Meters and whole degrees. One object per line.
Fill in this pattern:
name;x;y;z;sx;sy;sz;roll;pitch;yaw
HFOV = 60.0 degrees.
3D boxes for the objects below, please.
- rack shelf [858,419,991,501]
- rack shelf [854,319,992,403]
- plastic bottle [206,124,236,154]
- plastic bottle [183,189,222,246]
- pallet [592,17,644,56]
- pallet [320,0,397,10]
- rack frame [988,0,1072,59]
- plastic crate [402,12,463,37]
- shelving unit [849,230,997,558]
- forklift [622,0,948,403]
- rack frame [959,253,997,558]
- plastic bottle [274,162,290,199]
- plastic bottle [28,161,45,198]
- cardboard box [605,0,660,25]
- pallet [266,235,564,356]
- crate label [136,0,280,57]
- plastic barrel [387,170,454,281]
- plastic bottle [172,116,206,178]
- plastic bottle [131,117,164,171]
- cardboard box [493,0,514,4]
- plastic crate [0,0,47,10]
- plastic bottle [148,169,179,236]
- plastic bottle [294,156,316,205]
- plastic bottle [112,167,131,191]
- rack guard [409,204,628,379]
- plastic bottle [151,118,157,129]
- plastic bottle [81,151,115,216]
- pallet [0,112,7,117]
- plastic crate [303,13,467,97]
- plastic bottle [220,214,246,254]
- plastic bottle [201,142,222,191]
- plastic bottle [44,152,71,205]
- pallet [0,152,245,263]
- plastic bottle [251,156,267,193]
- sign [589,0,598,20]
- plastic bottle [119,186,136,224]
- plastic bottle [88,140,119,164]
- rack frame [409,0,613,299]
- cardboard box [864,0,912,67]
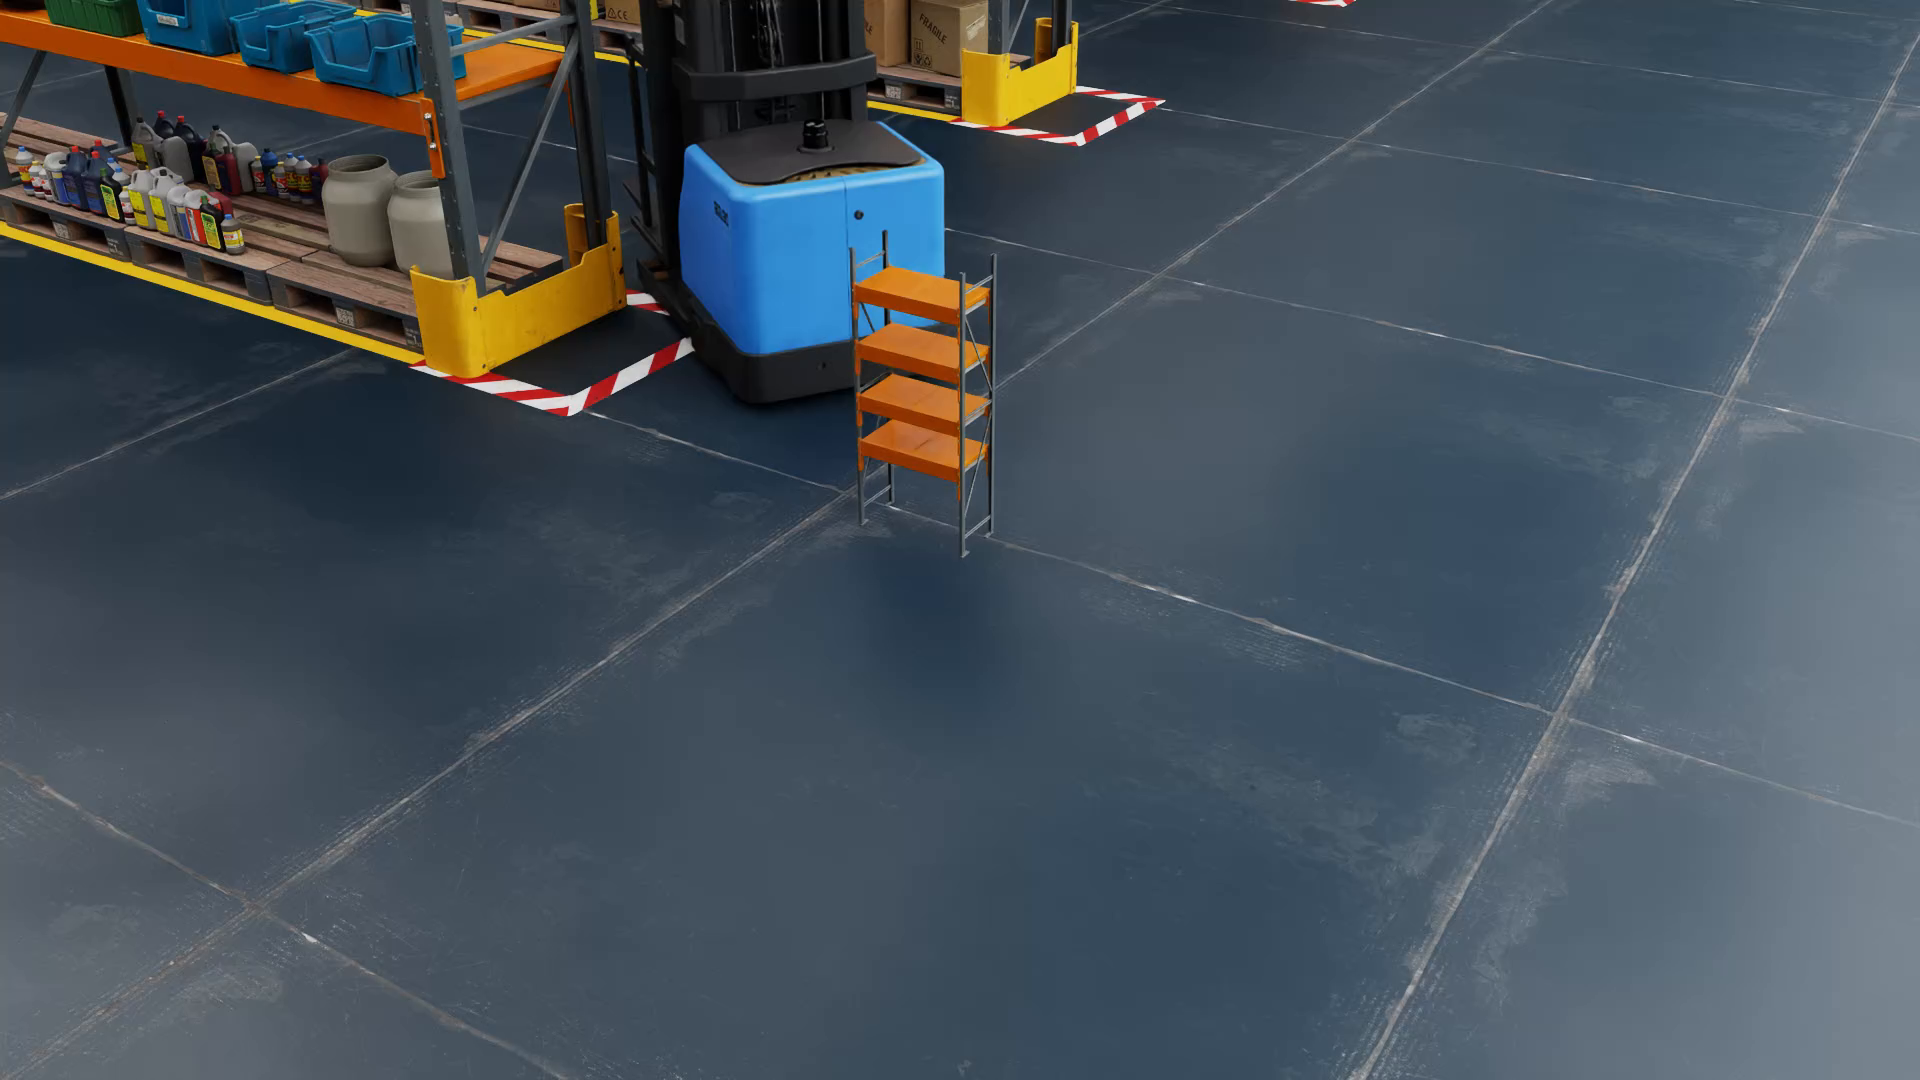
rack shelf;-0.140;-0.333;6.658;0.480;0.148;0.258;18;35;27
rack shelf;-0.140;-0.698;6.445;0.480;0.148;0.258;18;35;27
plastic bottle;-4.378;-2.294;9.897;0.185;0.351;0.144;17;34;27
plastic bottle;-4.112;-1.761;9.059;0.135;0.276;0.152;18;35;28
pallet;-2.292;-4.180;13.705;1.213;0.211;1.003;18;35;27
pallet;-5.606;-5.206;15.465;1.213;0.211;1.003;18;35;27
rack frame;0.508;-4.477;11.448;0.127;3.000;1.000;18;35;27
plastic crate;-2.712;-2.627;8.537;0.250;0.136;0.298;18;35;27
shelving unit;-0.140;-0.563;6.524;0.503;1.200;0.258;18;35;27
forklift;-1.115;-2.623;8.337;1.130;2.935;3.031;-13;33;-20
rack frame;0.066;-0.497;6.412;0.015;1.200;0.240;18;35;27
plastic bottle;-3.954;-2.109;9.728;0.097;0.201;0.097;0;30;0
plastic bottle;-5.390;-2.117;9.742;0.097;0.201;0.097;0;30;0
cardboard box;-2.562;-4.527;13.596;0.500;0.500;0.500;16;34;26
pallet;-2.899;-1.379;8.905;1.213;0.211;1.003;18;35;27
crate label;-3.828;-2.756;8.463;0.616;0.435;0.502;18;35;27
plastic barrel;-2.723;-1.614;8.592;0.421;0.512;0.421;0;30;0
plastic bottle;-4.652;-2.380;10.045;0.185;0.351;0.144;16;34;25
plastic bottle;-4.891;-2.370;10.028;0.185;0.351;0.144;18;35;27
cardboard box;-3.782;-4.969;14.334;0.500;0.500;0.700;17;34;27
plastic crate;-5.137;-3.214;9.344;0.504;0.338;0.767;18;35;27
plastic bottle;-4.372;-1.873;9.177;0.185;0.351;0.144;19;35;29
plastic bottle;-3.785;-2.086;9.619;0.097;0.271;0.097;0;30;0
plastic bottle;-4.745;-1.979;9.437;0.097;0.271;0.097;0;30;0
rack guard;-2.214;-1.284;8.455;0.348;0.500;1.175;18;35;27
plastic bottle;-4.930;-2.464;10.256;0.133;0.283;0.061;19;35;30
plastic bottle;-4.890;-2.037;9.457;0.185;0.351;0.144;16;34;25
pallet;-7.236;-2.751;11.256;1.213;0.211;1.003;18;35;27
plastic crate;-2.708;-2.306;7.873;0.616;0.251;0.499;18;35;27
plastic bottle;-3.913;-1.650;8.942;0.097;0.201;0.097;0;30;0
plastic bottle;-4.411;-2.214;9.827;0.133;0.283;0.061;18;35;27
plastic bottle;-5.188;-2.101;9.641;0.135;0.276;0.152;19;35;29
pallet;-4.966;-2.033;10.025;1.213;0.211;1.003;18;35;27
plastic bottle;-4.128;-2.164;9.823;0.097;0.201;0.097;0;30;0
sign;-1.829;-2.717;8.155;0.005;0.325;0.100;18;35;27
plastic bottle;-4.663;-1.887;9.348;0.097;0.201;0.097;0;30;0
plastic bottle;-4.973;-2.149;9.649;0.185;0.351;0.144;18;35;27
rack frame;-2.125;-2.364;7.825;0.127;3.000;1.000;18;35;27
cardboard box;-0.536;-3.899;12.521;0.500;0.500;0.500;-25;38;-36
